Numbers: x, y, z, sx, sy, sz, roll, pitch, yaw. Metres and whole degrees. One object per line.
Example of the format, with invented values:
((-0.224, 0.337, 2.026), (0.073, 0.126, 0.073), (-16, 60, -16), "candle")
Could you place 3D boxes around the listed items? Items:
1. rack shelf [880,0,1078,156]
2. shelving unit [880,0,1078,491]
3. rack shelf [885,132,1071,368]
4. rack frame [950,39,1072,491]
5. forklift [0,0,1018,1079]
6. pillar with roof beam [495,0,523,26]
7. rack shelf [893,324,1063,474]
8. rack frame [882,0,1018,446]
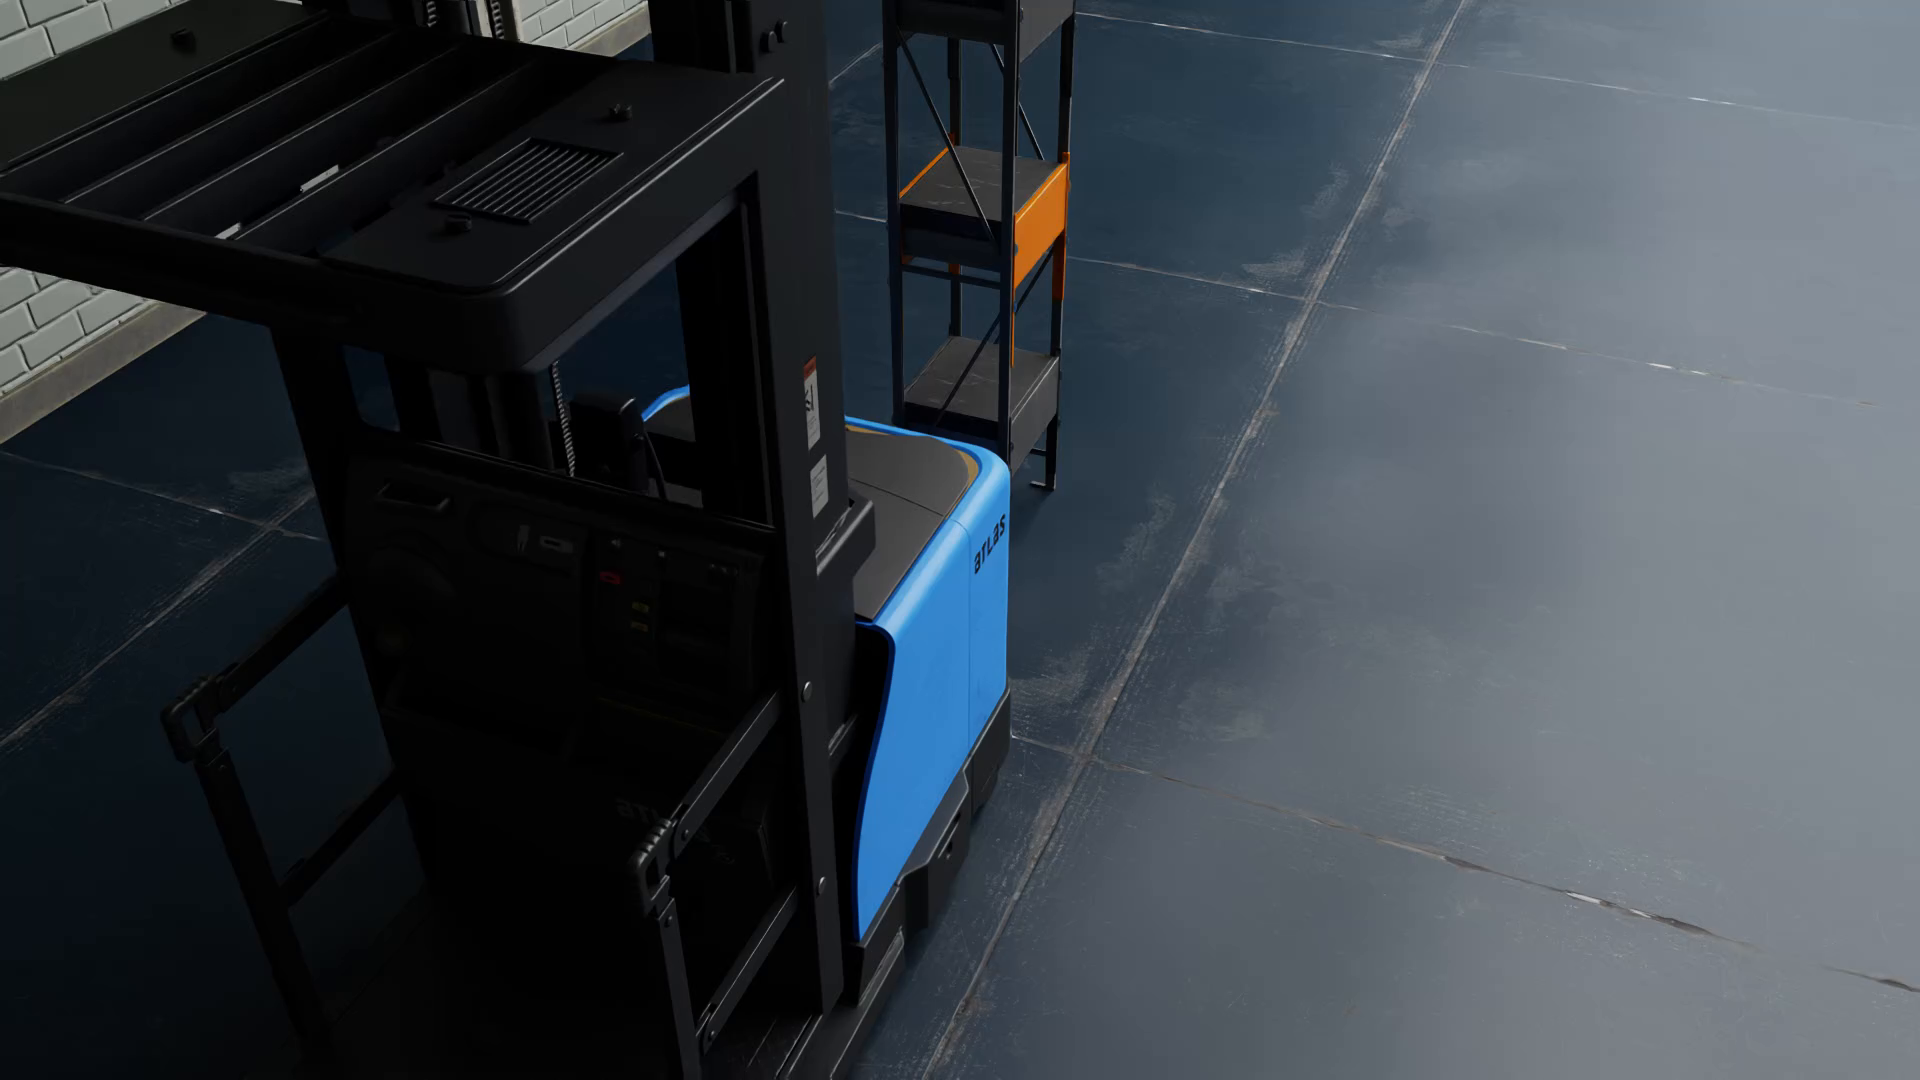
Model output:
((0.063, -1.482, 4.833), (0.431, 0.518, 0.480), (14, 39, 18), "rack shelf")
((0.063, -0.933, 5.244), (0.431, 2.100, 0.503), (14, 39, 18), "shelving unit")
((0.063, -0.922, 5.252), (0.431, 0.518, 0.480), (14, 39, 18), "rack shelf")
((0.156, -1.068, 5.425), (0.400, 2.100, 0.015), (14, 39, 18), "rack frame")
((-0.861, 0.133, 3.124), (1.130, 2.935, 3.031), (14, 39, 18), "forklift")
((1.626, -4.600, 4.388), (9.100, 9.000, 0.400), (14, 39, 18), "pillar with roof beam")
((0.063, -0.361, 5.671), (0.431, 0.518, 0.480), (14, 39, 18), "rack shelf")
((-0.030, -0.798, 5.063), (0.400, 2.100, 0.015), (14, 39, 18), "rack frame")
